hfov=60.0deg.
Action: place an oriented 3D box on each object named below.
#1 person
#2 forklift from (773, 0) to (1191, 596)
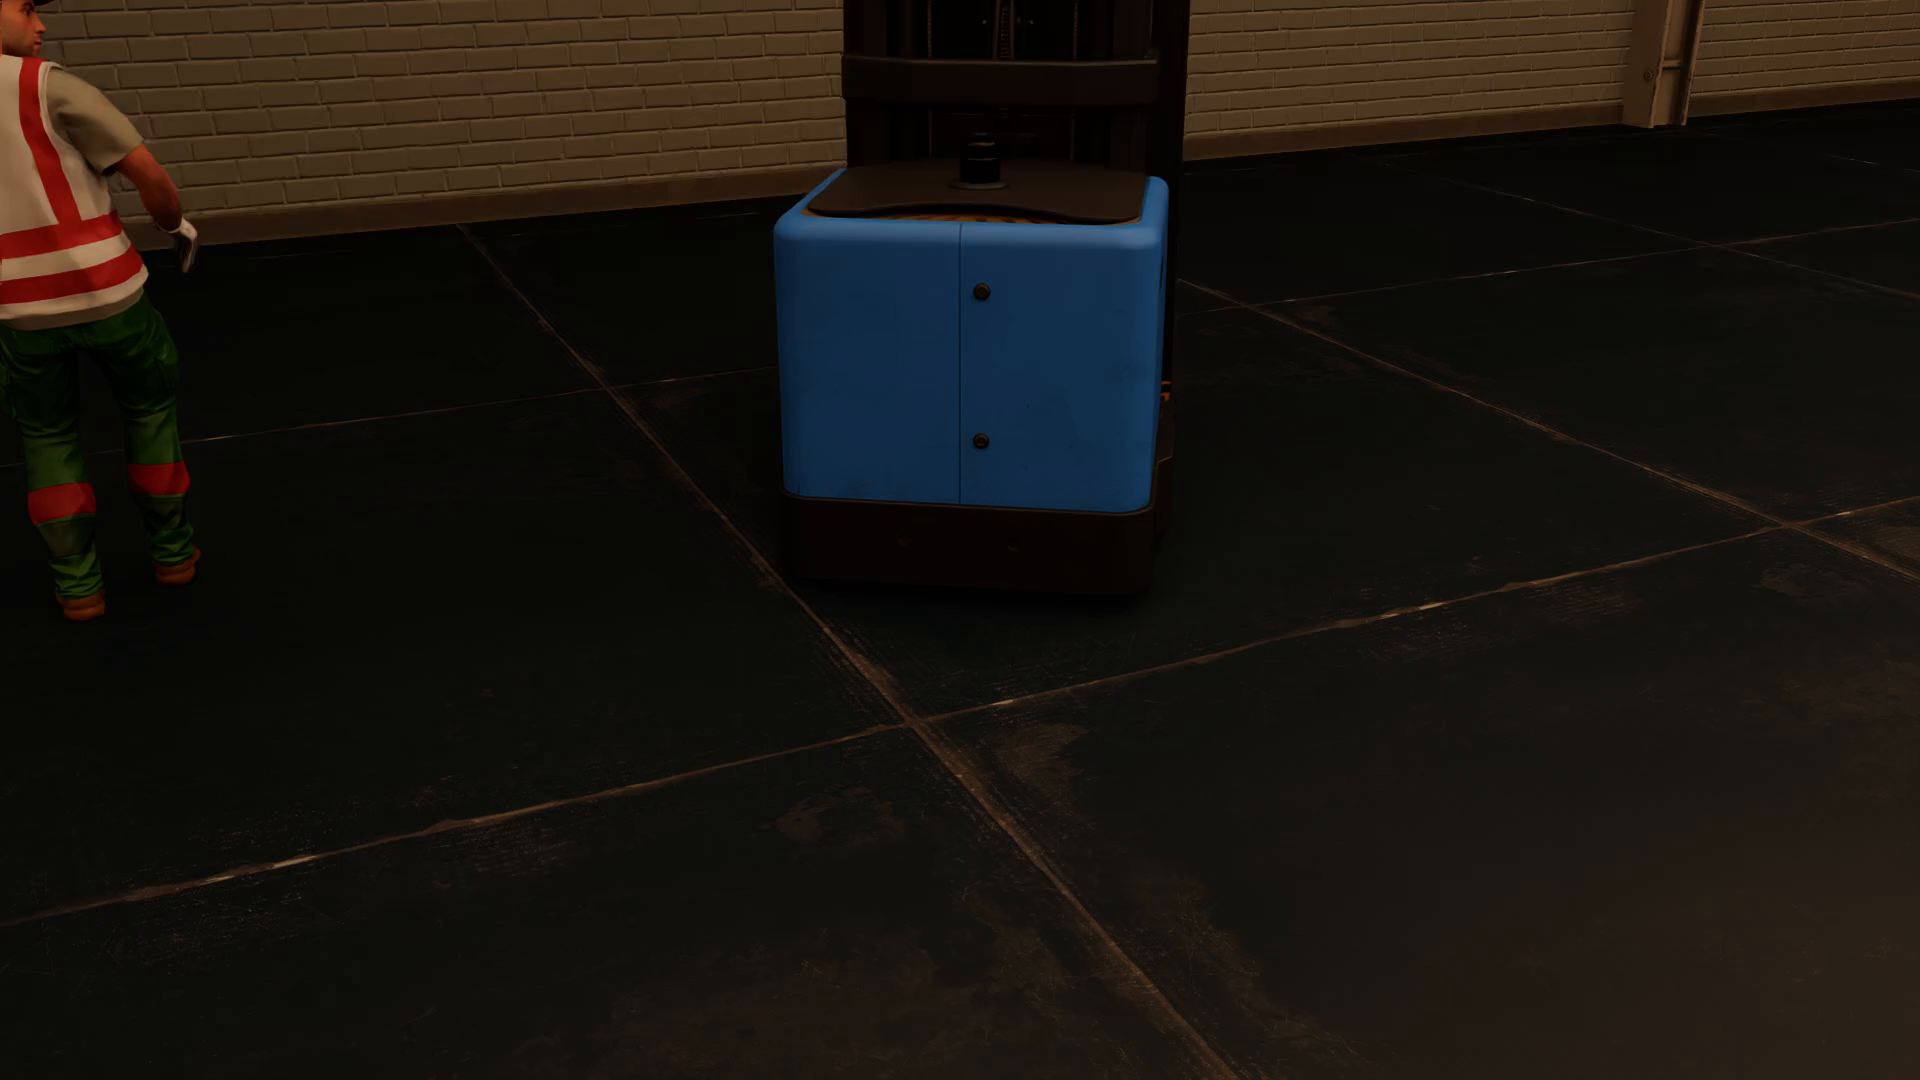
[{"bbox_3d":[-2.418,-0.655,4.437,0.747,1.736,0.515,-5,23,-12],"label":"person"},{"bbox_3d":[0.211,-1.731,5.453,1.130,2.935,3.031,3,23,7],"label":"forklift"}]
